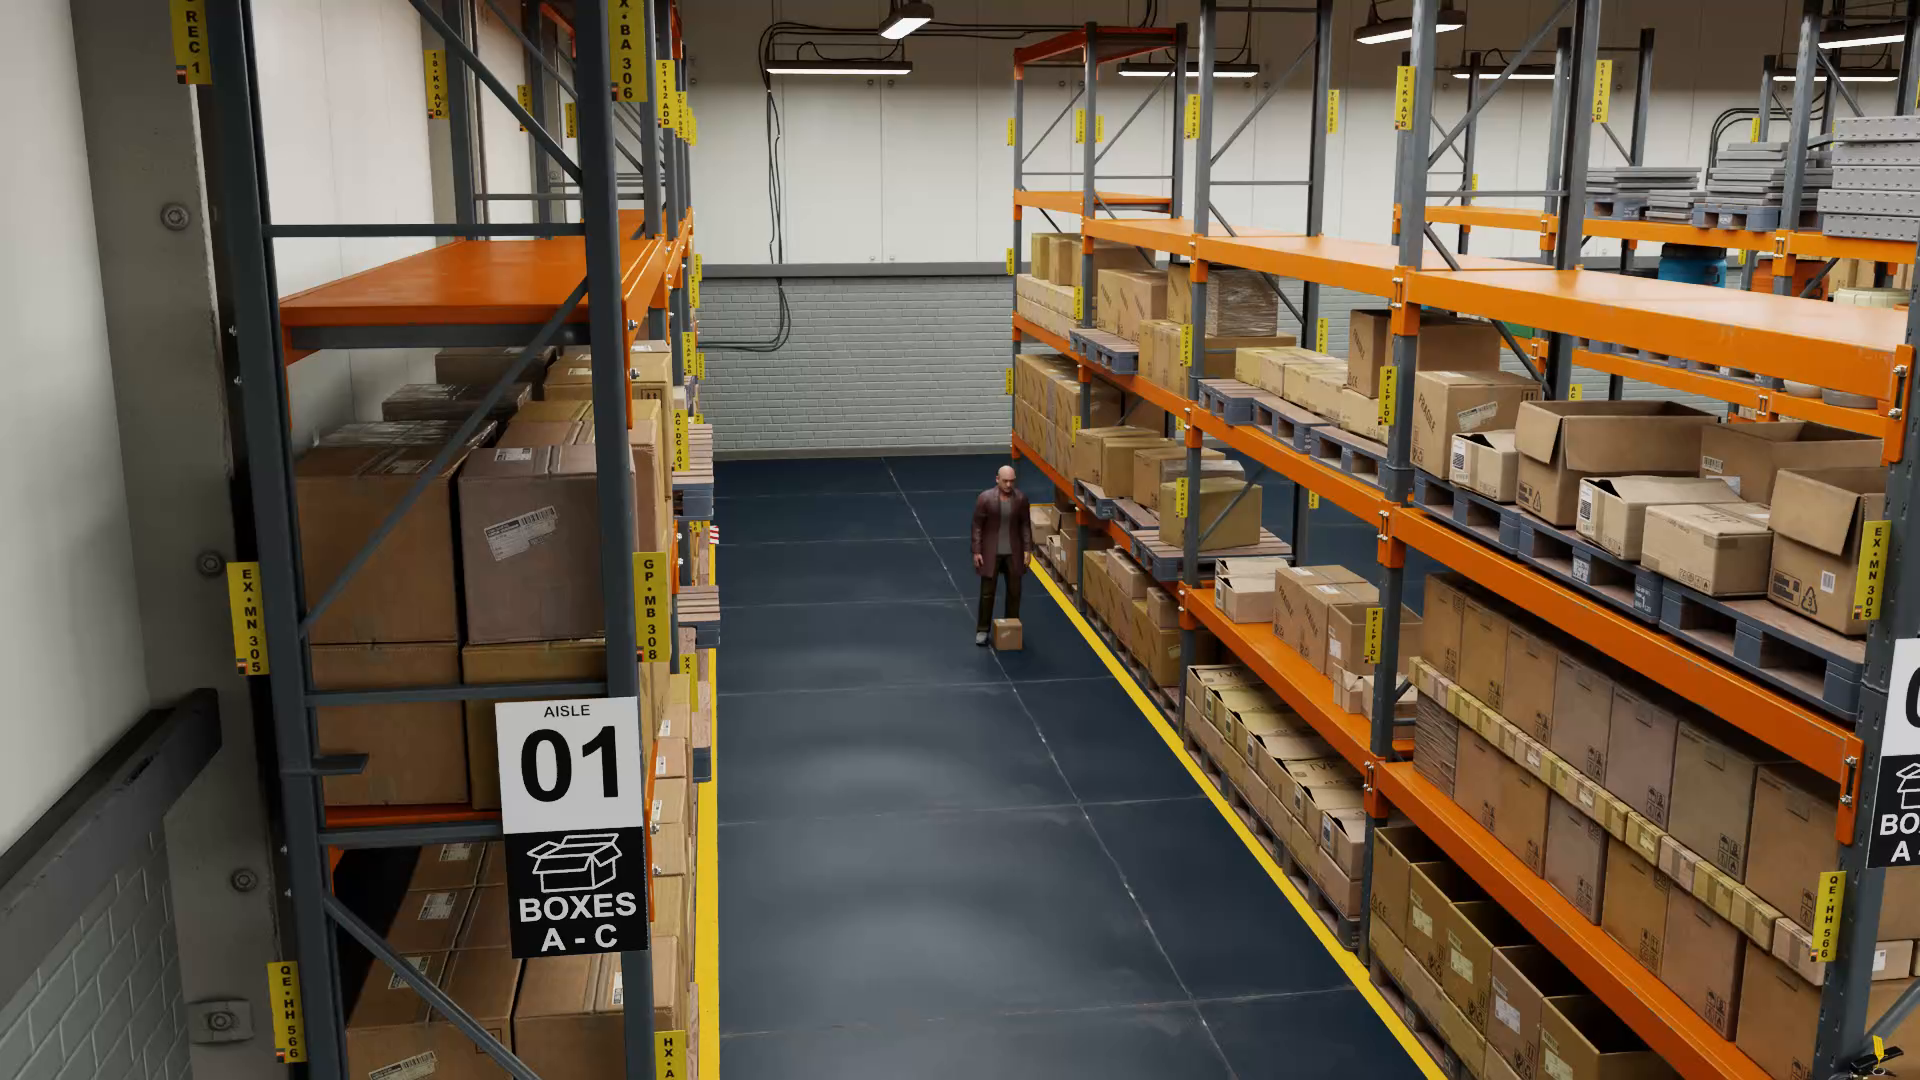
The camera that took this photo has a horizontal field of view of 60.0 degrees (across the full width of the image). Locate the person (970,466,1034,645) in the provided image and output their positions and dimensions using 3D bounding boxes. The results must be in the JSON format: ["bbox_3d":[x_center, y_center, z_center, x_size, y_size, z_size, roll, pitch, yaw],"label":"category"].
[{"bbox_3d":[0.420,0.133,16.440,0.644,1.772,0.433,-3,13,-11],"label":"person"}]
